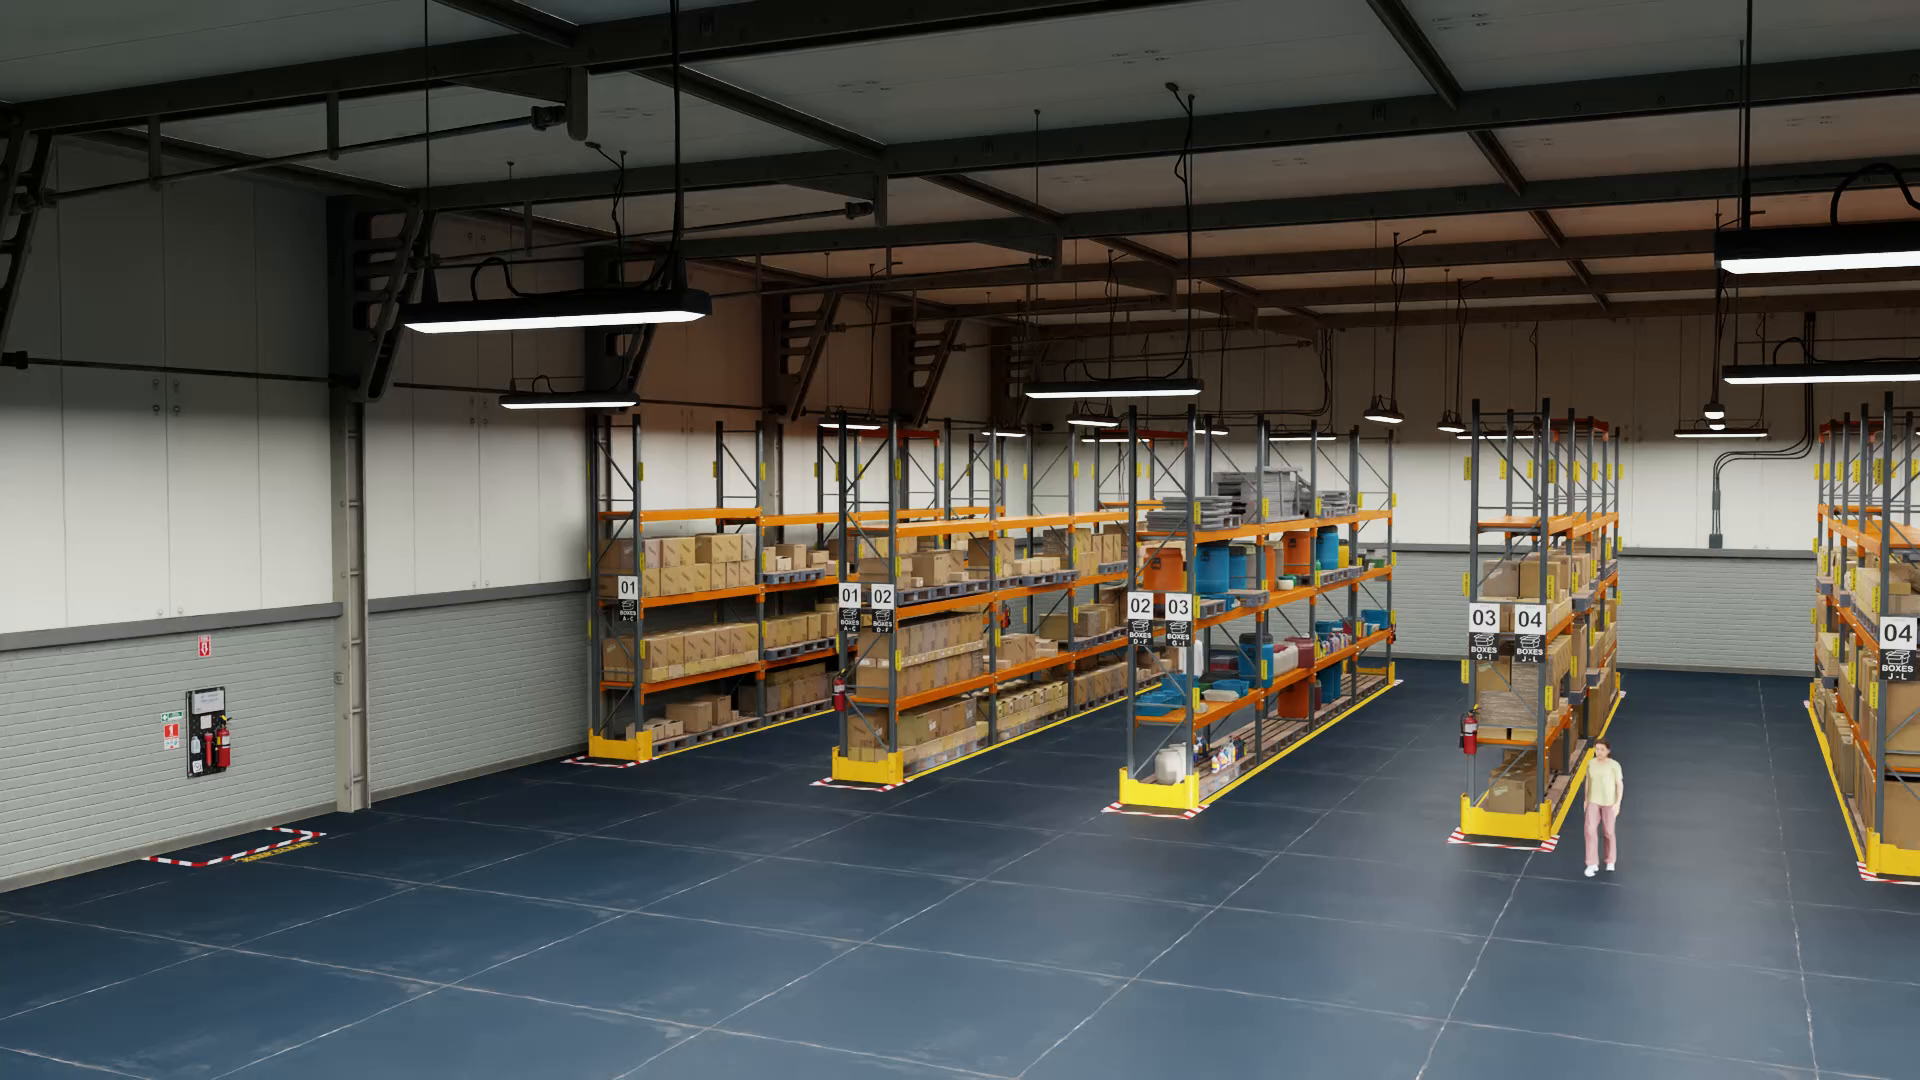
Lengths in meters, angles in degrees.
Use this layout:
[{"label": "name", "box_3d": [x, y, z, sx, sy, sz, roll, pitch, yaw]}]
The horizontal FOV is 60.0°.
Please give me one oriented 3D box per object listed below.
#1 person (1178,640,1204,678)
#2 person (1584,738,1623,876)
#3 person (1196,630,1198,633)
[{"label": "person", "box_3d": [4.804, 2.699, 34.431, 0.618, 1.777, 0.538, 1, 3, 32]}, {"label": "person", "box_3d": [8.006, 3.319, 20.751, 0.504, 1.698, 0.619, 2, 3, 41]}, {"label": "person", "box_3d": [6.187, 2.423, 44.712, 0.399, 1.455, 0.943, 0, 2, -10]}]
